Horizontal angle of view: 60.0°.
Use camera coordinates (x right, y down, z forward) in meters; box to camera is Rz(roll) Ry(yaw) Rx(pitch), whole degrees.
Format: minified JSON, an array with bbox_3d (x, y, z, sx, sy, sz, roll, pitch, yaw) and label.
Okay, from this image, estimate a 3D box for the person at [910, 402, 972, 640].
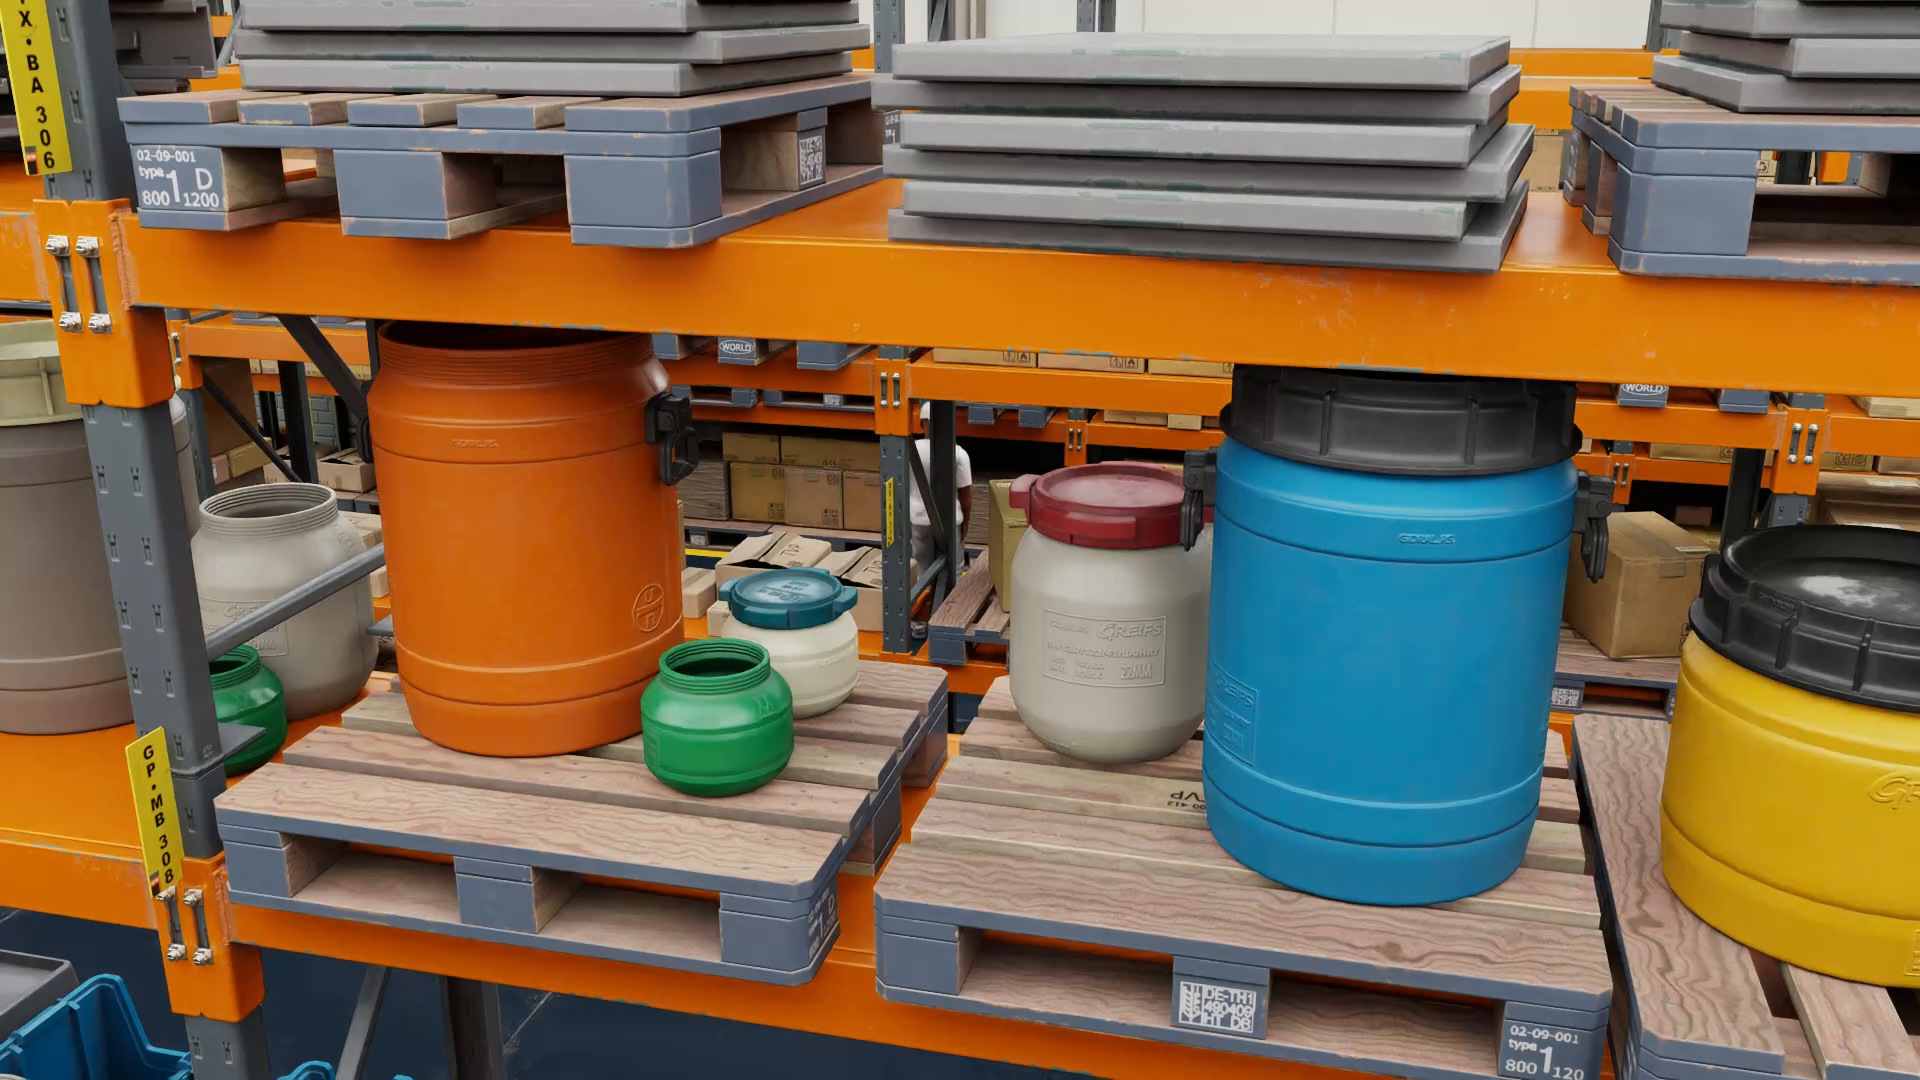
[{"bbox_3d":[-0.184,-0.140,11.954,0.568,1.759,0.368,5,19,15],"label":"person"}]
